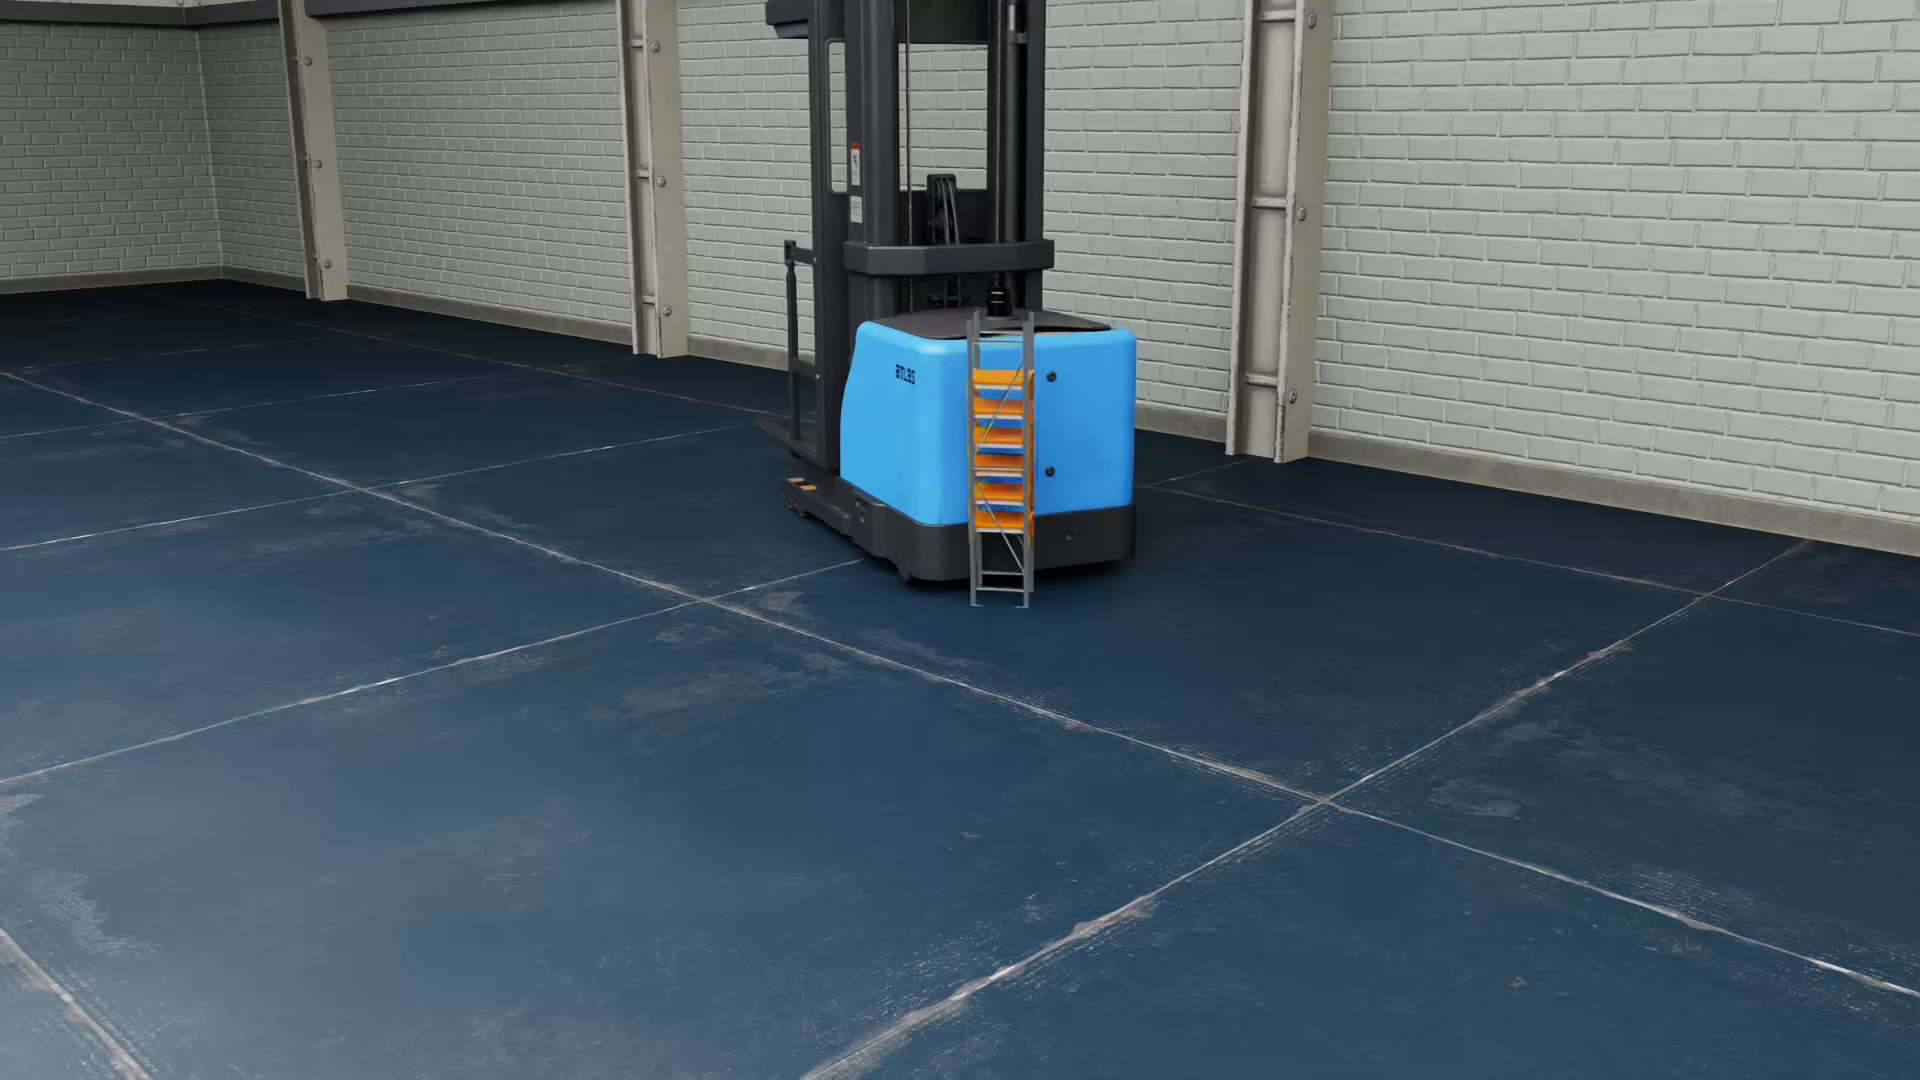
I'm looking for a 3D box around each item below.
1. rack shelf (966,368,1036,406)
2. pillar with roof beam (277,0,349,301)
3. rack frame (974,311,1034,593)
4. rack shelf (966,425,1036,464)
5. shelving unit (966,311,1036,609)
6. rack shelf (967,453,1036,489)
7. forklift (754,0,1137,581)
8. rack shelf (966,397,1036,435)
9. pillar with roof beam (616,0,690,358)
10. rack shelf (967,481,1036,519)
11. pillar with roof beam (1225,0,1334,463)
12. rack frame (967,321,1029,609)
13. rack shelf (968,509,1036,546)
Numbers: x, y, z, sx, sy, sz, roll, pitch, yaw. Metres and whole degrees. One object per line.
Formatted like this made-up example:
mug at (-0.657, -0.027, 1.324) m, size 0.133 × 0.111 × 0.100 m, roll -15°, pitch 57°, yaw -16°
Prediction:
rack shelf at (0.164, -0.612, 6.627) m, size 0.258 × 0.103 × 0.180 m, roll 2°, pitch 20°, yaw 9°
pillar with roof beam at (-9.800, -6.180, 13.803) m, size 0.400 × 9.000 × 9.100 m, roll 14°, pitch 20°, yaw 42°
rack frame at (0.184, -0.346, 6.820) m, size 0.240 × 1.200 × 0.006 m, roll 2°, pitch 20°, yaw 9°
rack shelf at (0.168, -0.386, 6.710) m, size 0.258 × 0.103 × 0.180 m, roll 2°, pitch 20°, yaw 9°
shelving unit at (0.169, -0.315, 6.736) m, size 0.258 × 1.200 × 0.189 m, roll 2°, pitch 20°, yaw 9°
rack shelf at (0.170, -0.273, 6.751) m, size 0.258 × 0.103 × 0.180 m, roll 2°, pitch 20°, yaw 9°
forklift at (-0.278, -1.570, 8.143) m, size 1.130 × 2.935 × 3.031 m, roll -6°, pitch 16°, yaw -23°
rack shelf at (0.166, -0.499, 6.669) m, size 0.258 × 0.103 × 0.180 m, roll 2°, pitch 20°, yaw 9°
pillar with roof beam at (-5.481, -5.130, 9.773) m, size 0.400 × 9.000 × 9.100 m, roll 14°, pitch 20°, yaw 42°
rack shelf at (0.172, -0.161, 6.792) m, size 0.258 × 0.103 × 0.180 m, roll 2°, pitch 20°, yaw 9°
pillar with roof beam at (-1.162, -4.080, 5.743) m, size 0.400 × 9.000 × 9.100 m, roll 14°, pitch 20°, yaw 42°
rack frame at (0.154, -0.284, 6.651) m, size 0.240 × 1.200 × 0.006 m, roll 2°, pitch 20°, yaw 9°
rack shelf at (0.174, -0.048, 6.833) m, size 0.258 × 0.103 × 0.180 m, roll 2°, pitch 20°, yaw 9°
